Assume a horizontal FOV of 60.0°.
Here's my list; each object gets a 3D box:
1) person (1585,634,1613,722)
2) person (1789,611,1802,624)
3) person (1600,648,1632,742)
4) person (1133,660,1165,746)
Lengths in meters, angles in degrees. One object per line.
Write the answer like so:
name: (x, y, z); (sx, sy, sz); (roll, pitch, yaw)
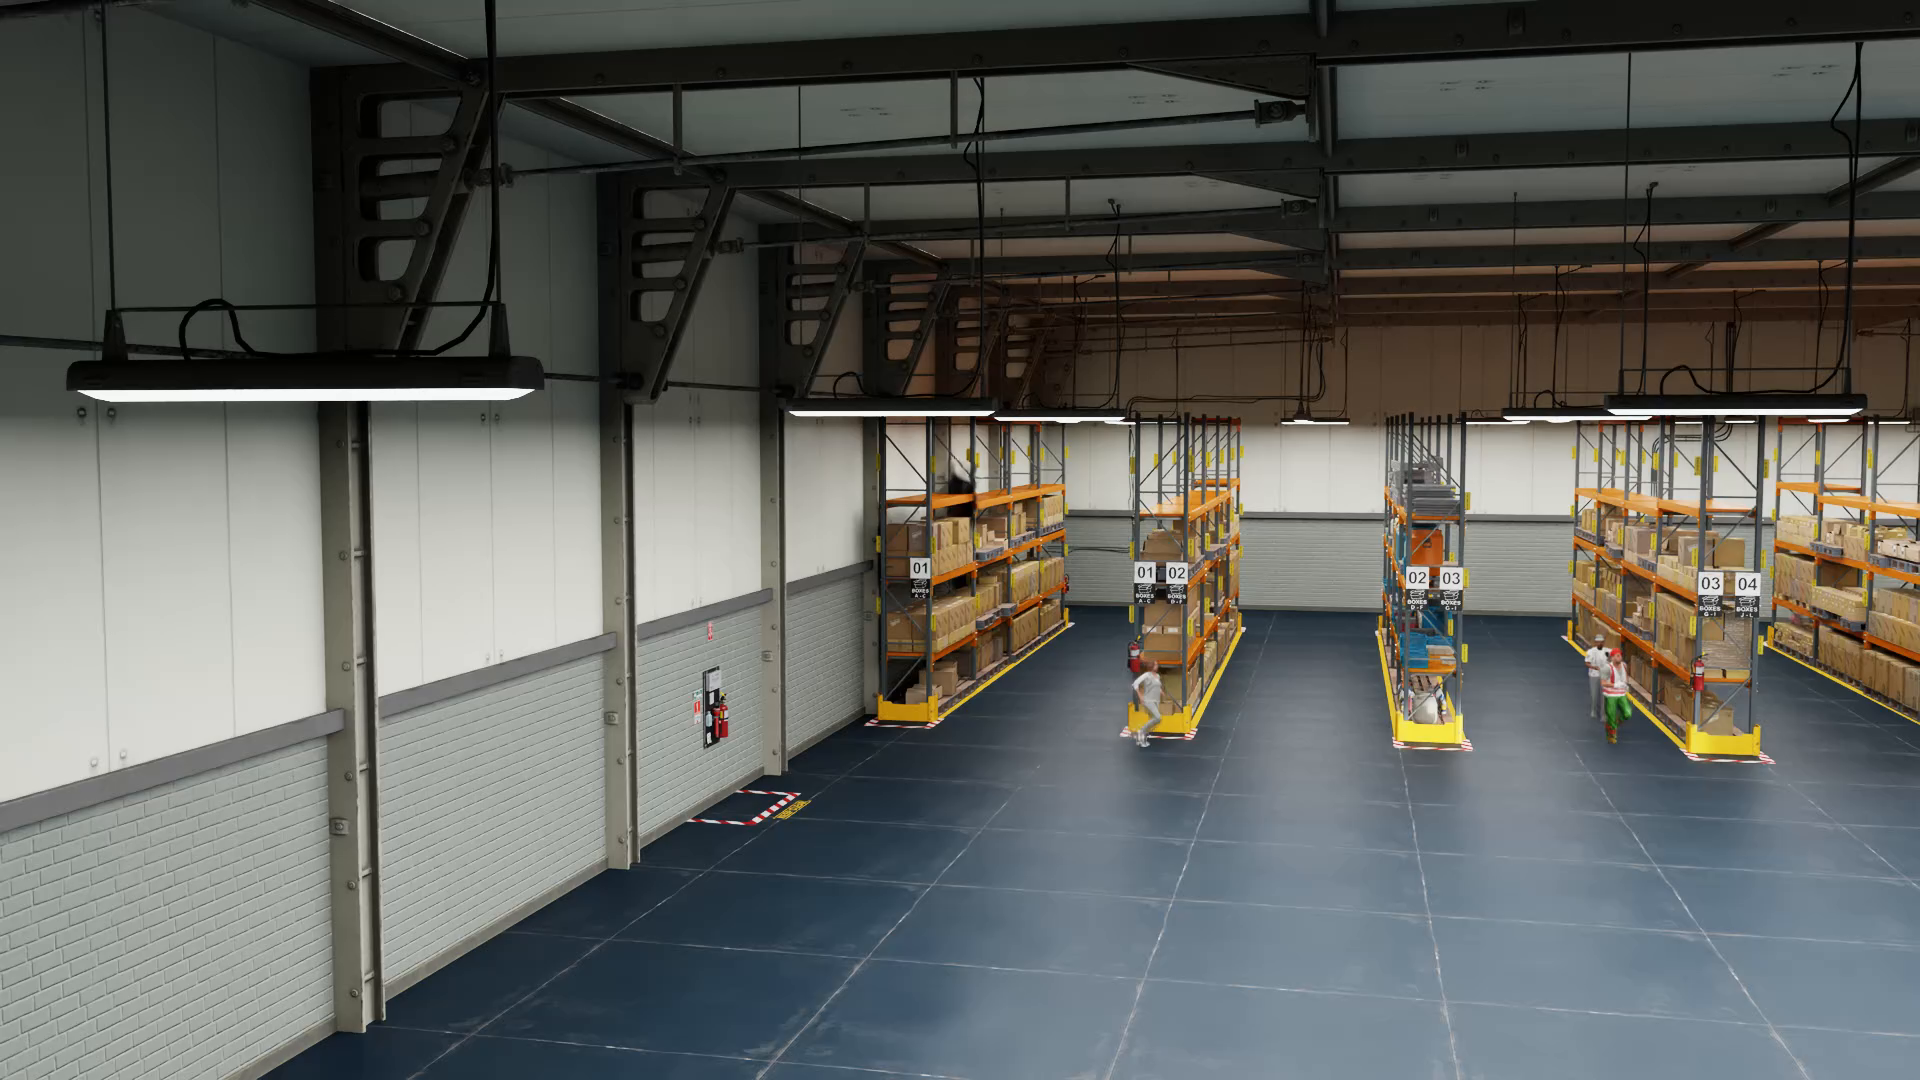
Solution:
person: (12.488, 2.704, 32.439); (0.589, 1.756, 0.723); (1, 4, 15)
person: (22.695, 1.849, 45.028); (0.672, 1.656, 0.547); (0, 4, -7)
person: (11.834, 2.806, 29.950); (0.689, 1.729, 0.691); (-1, 4, -12)
person: (3.444, 2.928, 29.877); (0.533, 1.552, 0.542); (3, 5, 35)
